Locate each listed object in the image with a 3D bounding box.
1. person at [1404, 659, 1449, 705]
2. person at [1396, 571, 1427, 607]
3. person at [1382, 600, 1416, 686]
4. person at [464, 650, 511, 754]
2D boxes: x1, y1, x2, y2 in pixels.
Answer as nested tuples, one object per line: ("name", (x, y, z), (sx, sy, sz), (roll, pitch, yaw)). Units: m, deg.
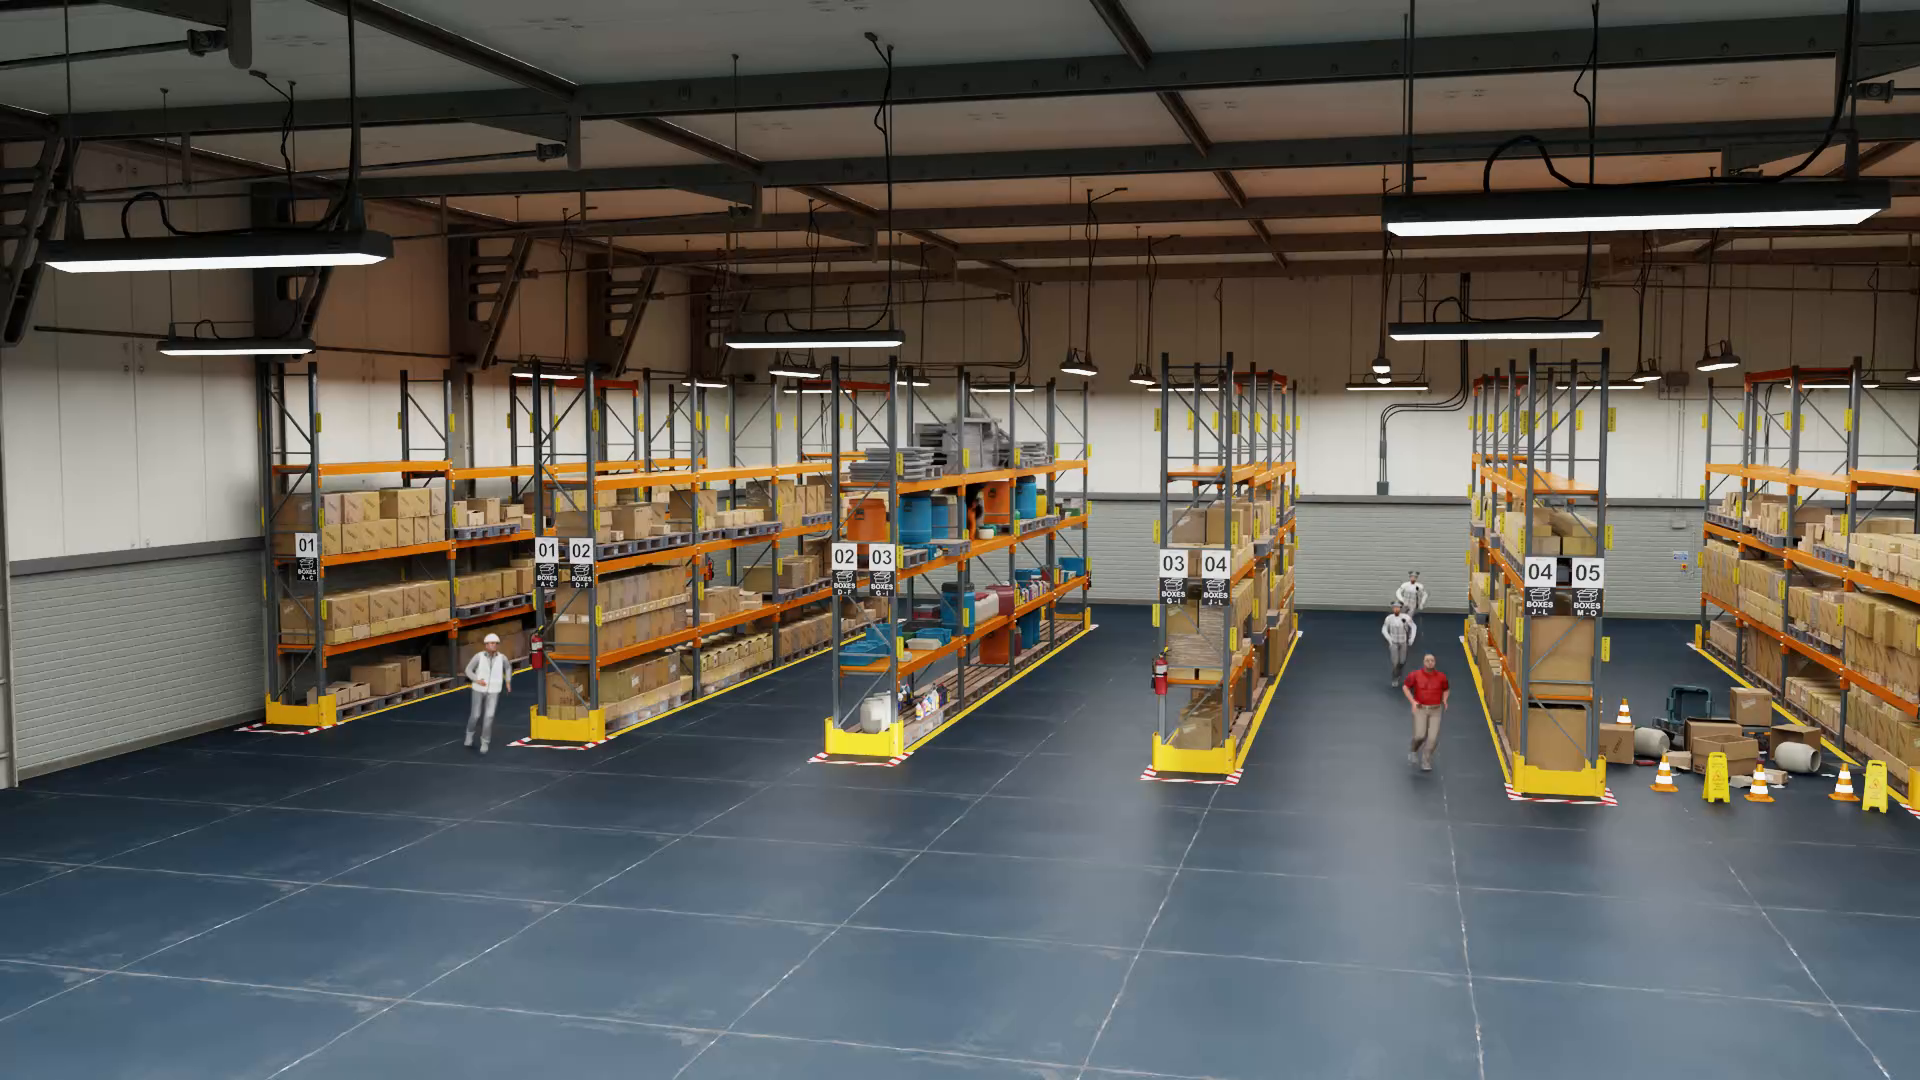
("person", (6.737, 2.043, 23.946), (0.629, 0.687, 0.381), (0, 4, 3))
("person", (10.200, 1.515, 37.652), (0.674, 1.654, 0.917), (2, 4, 24))
("person", (8.347, 1.959, 31.648), (0.637, 1.661, 0.594), (1, 4, 16))
("person", (-7.217, 2.442, 25.502), (0.724, 1.523, 0.878), (-2, 4, -23))
